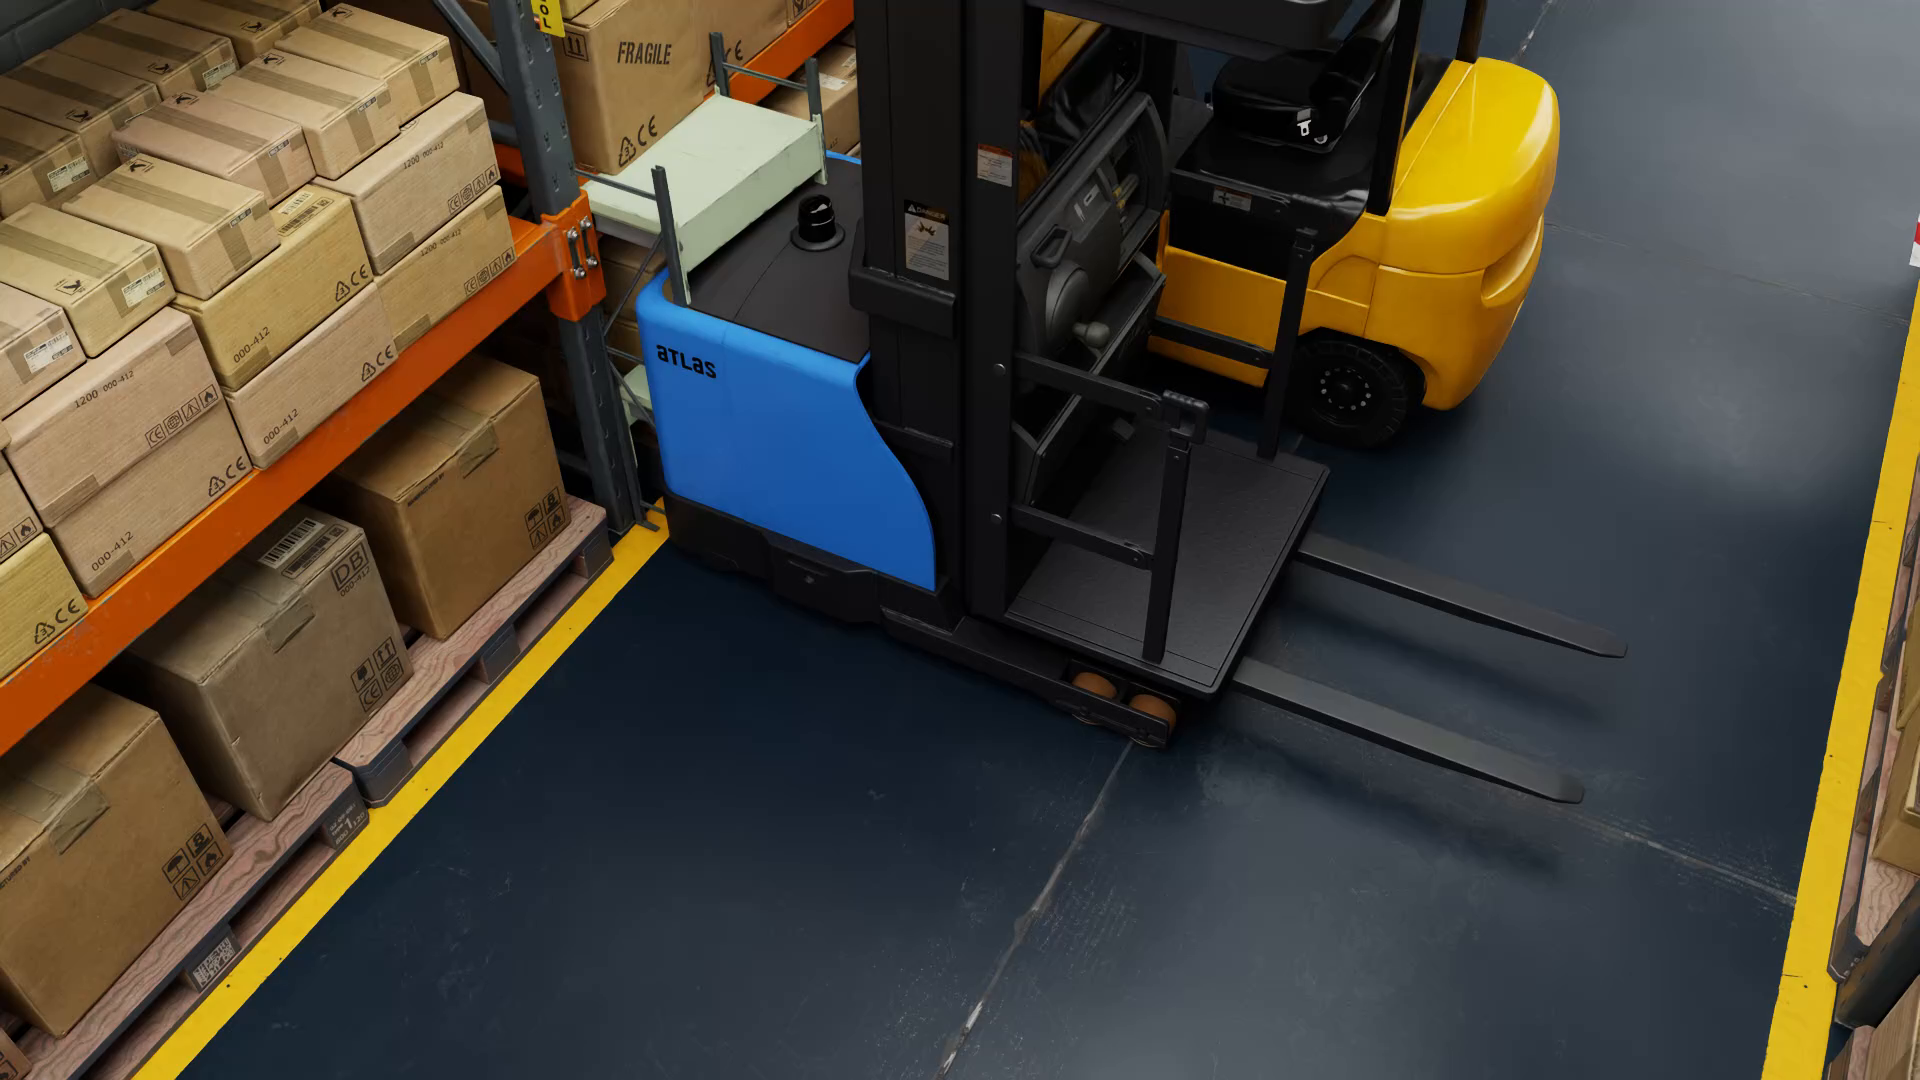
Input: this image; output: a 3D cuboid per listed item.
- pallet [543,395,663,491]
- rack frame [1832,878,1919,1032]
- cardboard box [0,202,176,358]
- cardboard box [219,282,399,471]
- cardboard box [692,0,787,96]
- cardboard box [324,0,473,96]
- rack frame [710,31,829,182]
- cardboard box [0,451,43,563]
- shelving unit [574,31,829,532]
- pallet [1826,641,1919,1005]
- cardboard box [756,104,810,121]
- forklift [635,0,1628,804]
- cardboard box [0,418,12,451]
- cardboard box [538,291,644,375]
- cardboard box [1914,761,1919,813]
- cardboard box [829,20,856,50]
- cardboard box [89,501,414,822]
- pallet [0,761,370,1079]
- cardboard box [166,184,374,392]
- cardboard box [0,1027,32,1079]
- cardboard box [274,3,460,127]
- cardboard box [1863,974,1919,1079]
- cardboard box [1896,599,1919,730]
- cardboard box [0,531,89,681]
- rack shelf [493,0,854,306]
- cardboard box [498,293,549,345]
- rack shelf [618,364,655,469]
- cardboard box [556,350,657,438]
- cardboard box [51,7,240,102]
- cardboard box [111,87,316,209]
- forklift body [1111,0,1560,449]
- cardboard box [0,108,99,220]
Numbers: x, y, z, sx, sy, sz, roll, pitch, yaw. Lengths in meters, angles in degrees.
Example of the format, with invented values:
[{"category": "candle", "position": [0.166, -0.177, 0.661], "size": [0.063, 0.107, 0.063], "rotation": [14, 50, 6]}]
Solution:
[{"category": "pallet", "position": [-1.177, -0.773, 6.365], "size": [1.003, 0.211, 1.213], "rotation": [20, 49, 19]}, {"category": "rack frame", "position": [2.815, 0.371, 3.275], "size": [1.000, 3.000, 0.127], "rotation": [20, 49, 19]}, {"category": "cardboard box", "position": [-1.991, -0.581, 3.689], "size": [0.380, 0.149, 0.250], "rotation": [19, 48, 18]}, {"category": "cardboard box", "position": [-1.814, -0.491, 4.231], "size": [0.500, 0.250, 0.500], "rotation": [20, 49, 19]}, {"category": "cardboard box", "position": [-0.919, -1.828, 5.377], "size": [0.500, 0.500, 0.500], "rotation": [21, 49, 20]}, {"category": "cardboard box", "position": [-1.614, -1.673, 5.224], "size": [0.500, 0.500, 0.500], "rotation": [20, 49, 19]}, {"category": "rack frame", "position": [-0.588, -0.977, 5.653], "size": [0.400, 1.500, 0.023], "rotation": [22, 48, 24]}, {"category": "cardboard box", "position": [-2.311, -0.037, 3.431], "size": [0.500, 0.250, 0.500], "rotation": [21, 49, 20]}, {"category": "shelving unit", "position": [-0.781, -0.762, 5.428], "size": [0.431, 1.500, 0.755], "rotation": [22, 48, 24]}, {"category": "pallet", "position": [3.095, 0.916, 4.696], "size": [1.003, 0.211, 1.213], "rotation": [20, 49, 19]}, {"category": "cardboard box", "position": [-0.835, -1.318, 5.879], "size": [0.500, 0.250, 0.500], "rotation": [21, 49, 19]}, {"category": "forklift", "position": [0.556, -0.829, 4.508], "size": [3.031, 2.935, 1.130], "rotation": [20, 49, 19]}, {"category": "cardboard box", "position": [-2.167, -0.233, 3.345], "size": [0.380, 0.149, 0.250], "rotation": [19, 48, 18]}, {"category": "cardboard box", "position": [-1.086, -0.825, 5.743], "size": [0.500, 0.250, 0.500], "rotation": [20, 49, 19]}, {"category": "cardboard box", "position": [2.852, 0.465, 4.292], "size": [0.500, 0.500, 0.500], "rotation": [20, 49, 19]}, {"category": "cardboard box", "position": [-0.363, -1.963, 6.517], "size": [0.500, 0.250, 0.500], "rotation": [20, 49, 18]}, {"category": "cardboard box", "position": [-2.183, 0.240, 4.778], "size": [0.875, 0.625, 0.625], "rotation": [20, 49, 19]}, {"category": "pallet", "position": [-2.456, 0.963, 4.650], "size": [1.003, 0.211, 1.213], "rotation": [20, 49, 19]}, {"category": "cardboard box", "position": [-1.817, -0.668, 4.056], "size": [0.500, 0.250, 0.500], "rotation": [19, 48, 18]}, {"category": "cardboard box", "position": [-2.842, 1.139, 3.890], "size": [0.875, 0.625, 0.625], "rotation": [22, 49, 20]}, {"category": "cardboard box", "position": [-1.545, -1.240, 4.341], "size": [0.380, 0.149, 0.250], "rotation": [22, 49, 20]}, {"category": "cardboard box", "position": [2.573, 1.478, 3.732], "size": [0.950, 0.372, 0.625], "rotation": [21, 49, 20]}, {"category": "cardboard box", "position": [3.089, 0.390, 4.894], "size": [0.500, 0.250, 0.500], "rotation": [19, 48, 18]}, {"category": "cardboard box", "position": [-2.305, 0.140, 3.608], "size": [0.500, 0.250, 0.500], "rotation": [22, 49, 20]}, {"category": "rack shelf", "position": [-0.655, -2.273, 6.393], "size": [1.077, 0.370, 4.000], "rotation": [20, 49, 19]}, {"category": "cardboard box", "position": [-1.539, -0.997, 5.913], "size": [0.500, 0.250, 0.500], "rotation": [19, 48, 18]}, {"category": "rack shelf", "position": [-0.771, -0.522, 5.649], "size": [0.431, 0.370, 0.720], "rotation": [22, 48, 24]}, {"category": "cardboard box", "position": [-1.066, -0.642, 5.914], "size": [0.500, 0.250, 0.500], "rotation": [21, 49, 19]}, {"category": "cardboard box", "position": [-2.108, -1.227, 4.327], "size": [0.380, 0.149, 0.250], "rotation": [19, 48, 18]}, {"category": "cardboard box", "position": [-1.809, -0.935, 4.039], "size": [0.380, 0.149, 0.250], "rotation": [20, 49, 19]}, {"category": "forklift body", "position": [1.009, -1.690, 5.908], "size": [2.313, 2.155, 1.214], "rotation": [20, 49, 19]}, {"category": "cardboard box", "position": [-2.325, -0.902, 4.006], "size": [0.380, 0.149, 0.250], "rotation": [20, 49, 19]}]
